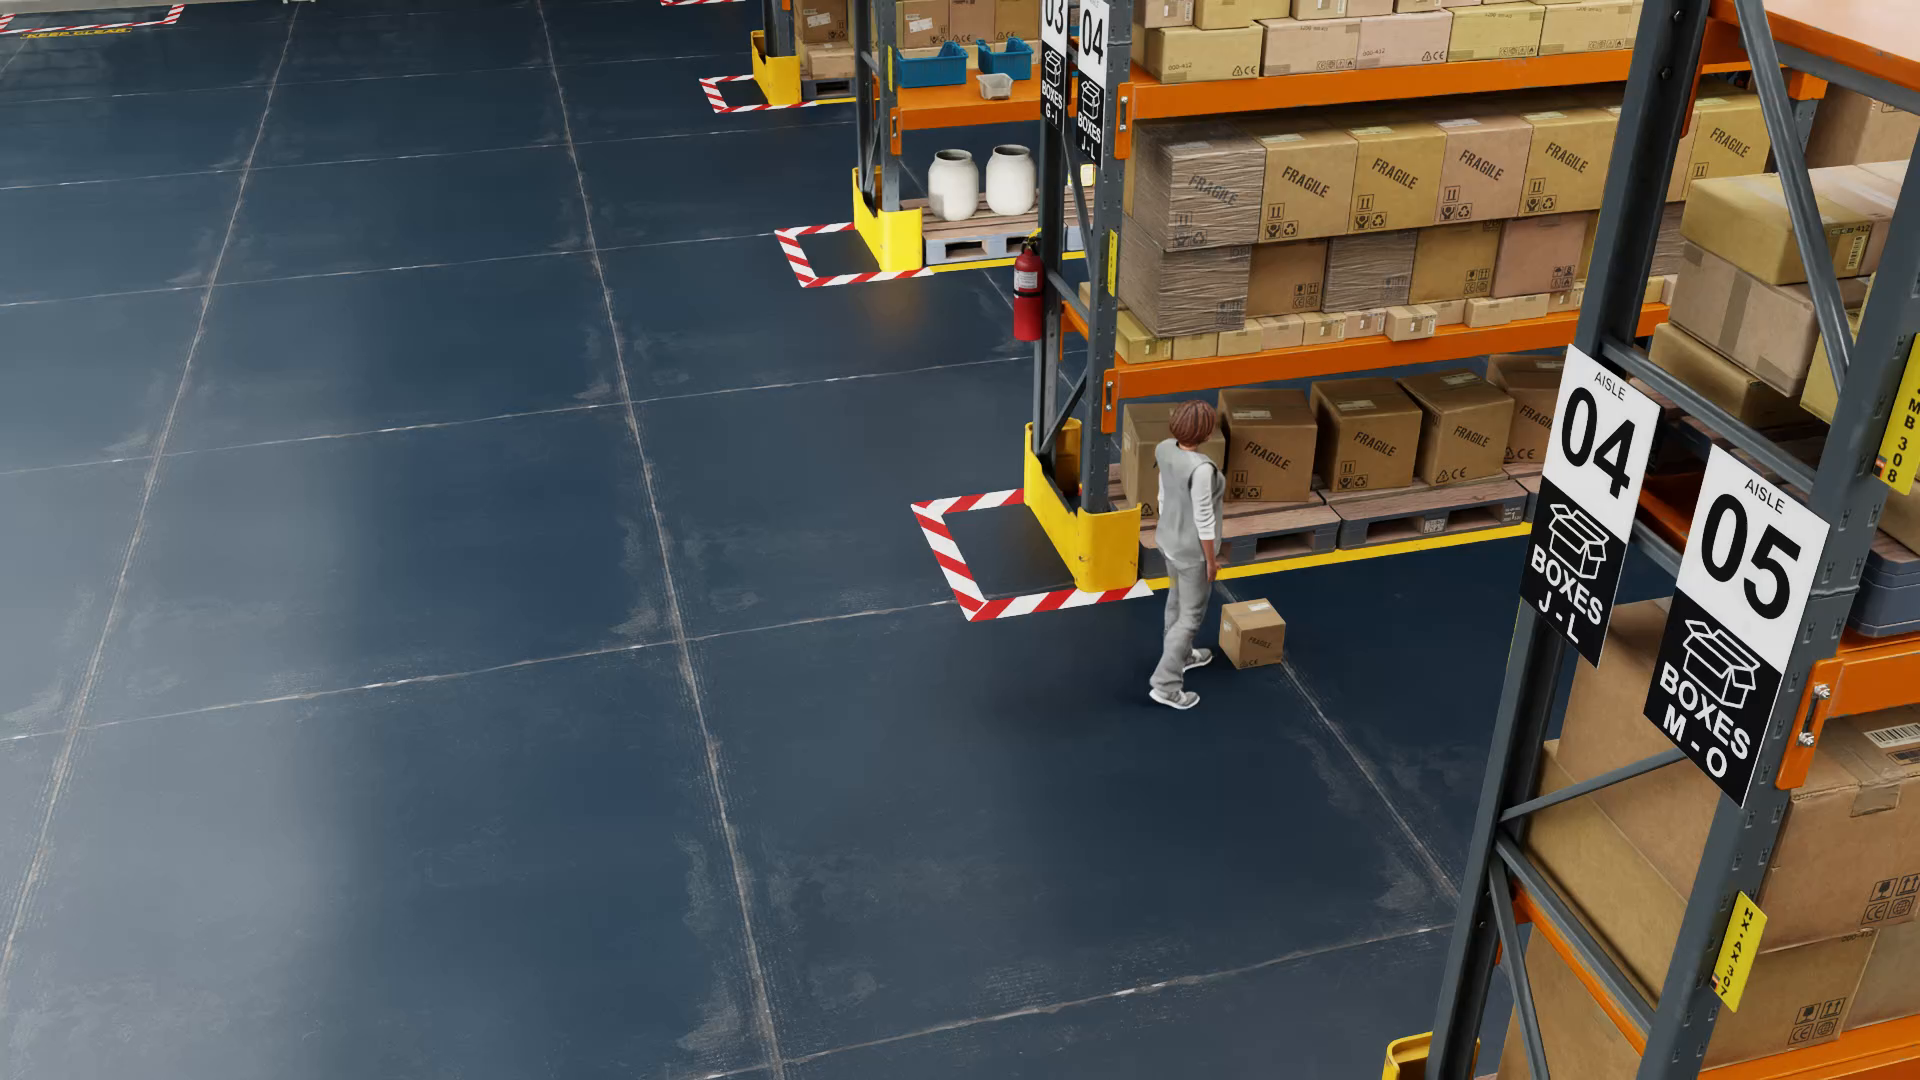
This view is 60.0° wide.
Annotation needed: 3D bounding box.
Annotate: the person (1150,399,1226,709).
[{"bbox_3d":[1.132,0.047,8.167,0.509,1.624,0.451,-13,33,-20],"label":"person"}]
